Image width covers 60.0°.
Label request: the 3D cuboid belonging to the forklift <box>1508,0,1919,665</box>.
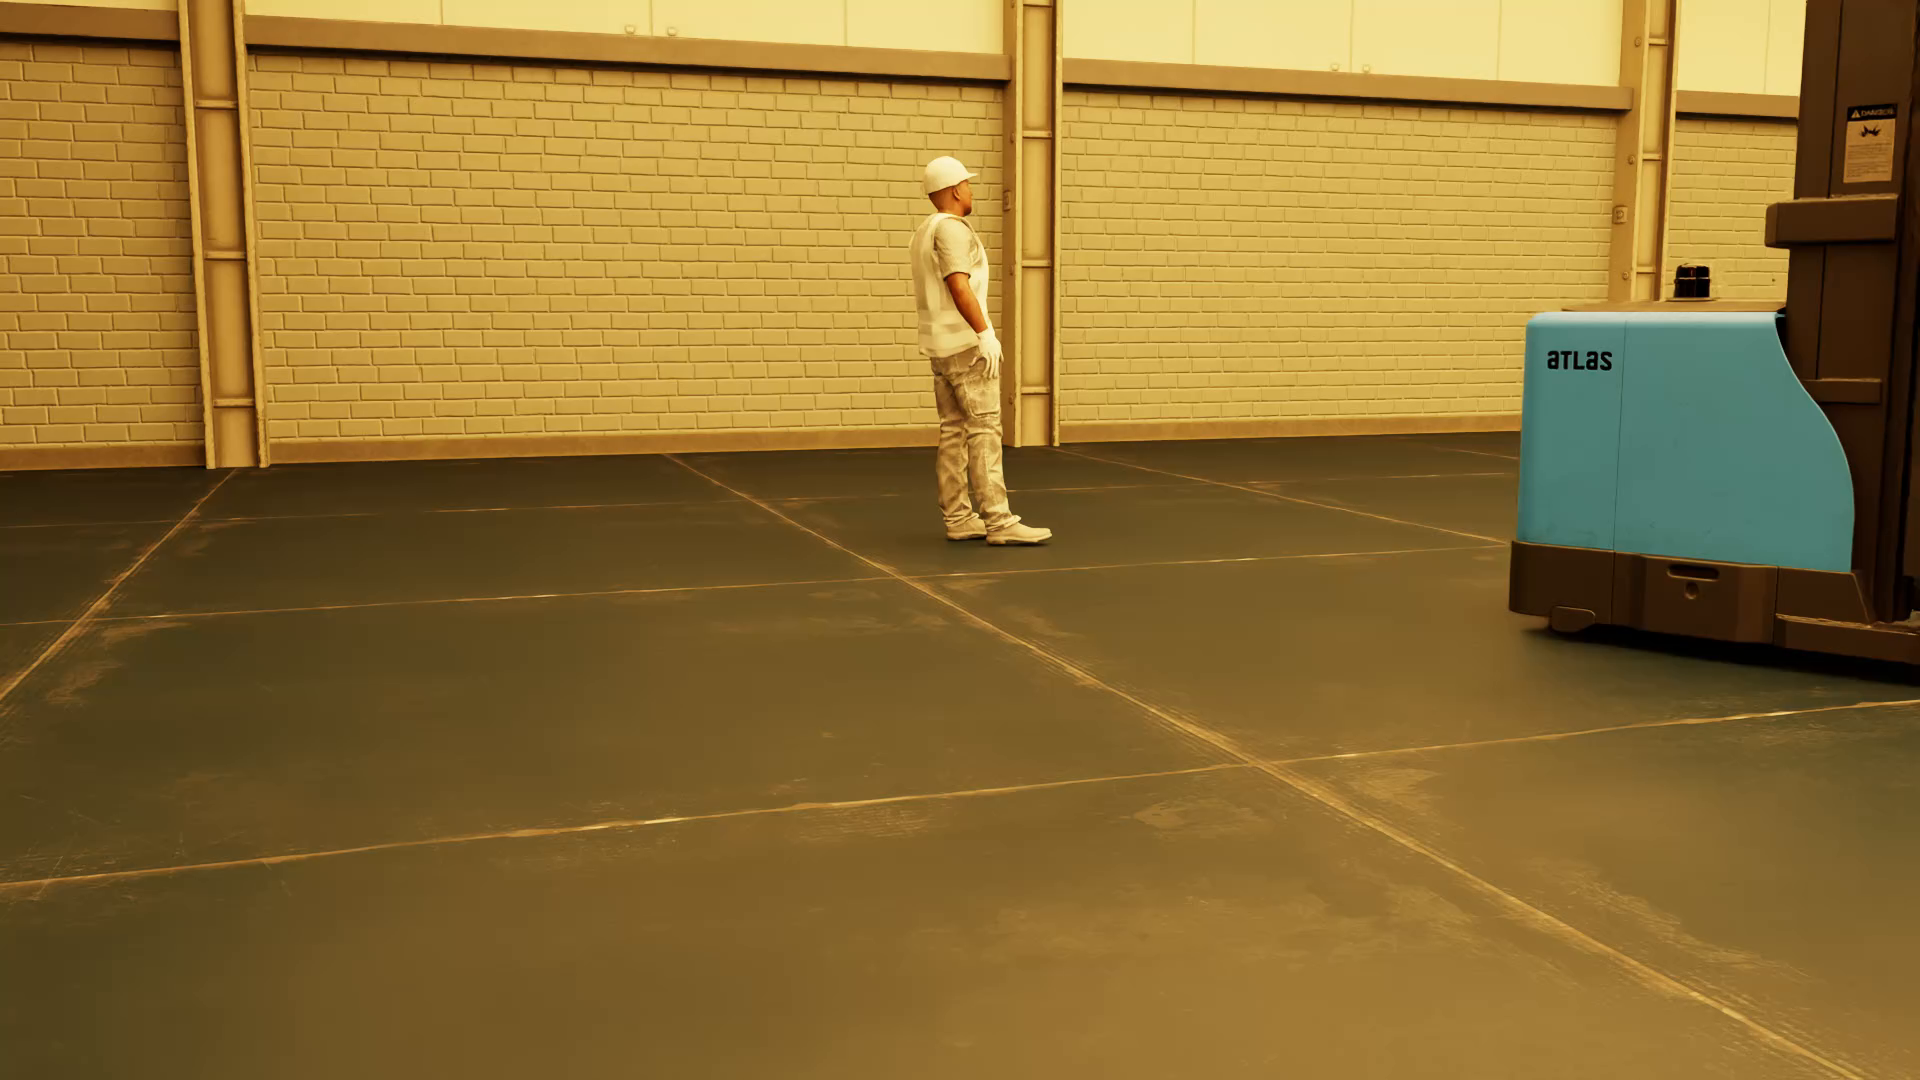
[{"bbox_3d":[3.296,-1.057,4.817,3.031,2.935,1.130,7,10,41],"label":"forklift"}]

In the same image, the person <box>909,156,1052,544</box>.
[{"bbox_3d":[0.071,-0.893,7.818,0.575,1.785,0.657,-3,8,-18],"label":"person"}]
